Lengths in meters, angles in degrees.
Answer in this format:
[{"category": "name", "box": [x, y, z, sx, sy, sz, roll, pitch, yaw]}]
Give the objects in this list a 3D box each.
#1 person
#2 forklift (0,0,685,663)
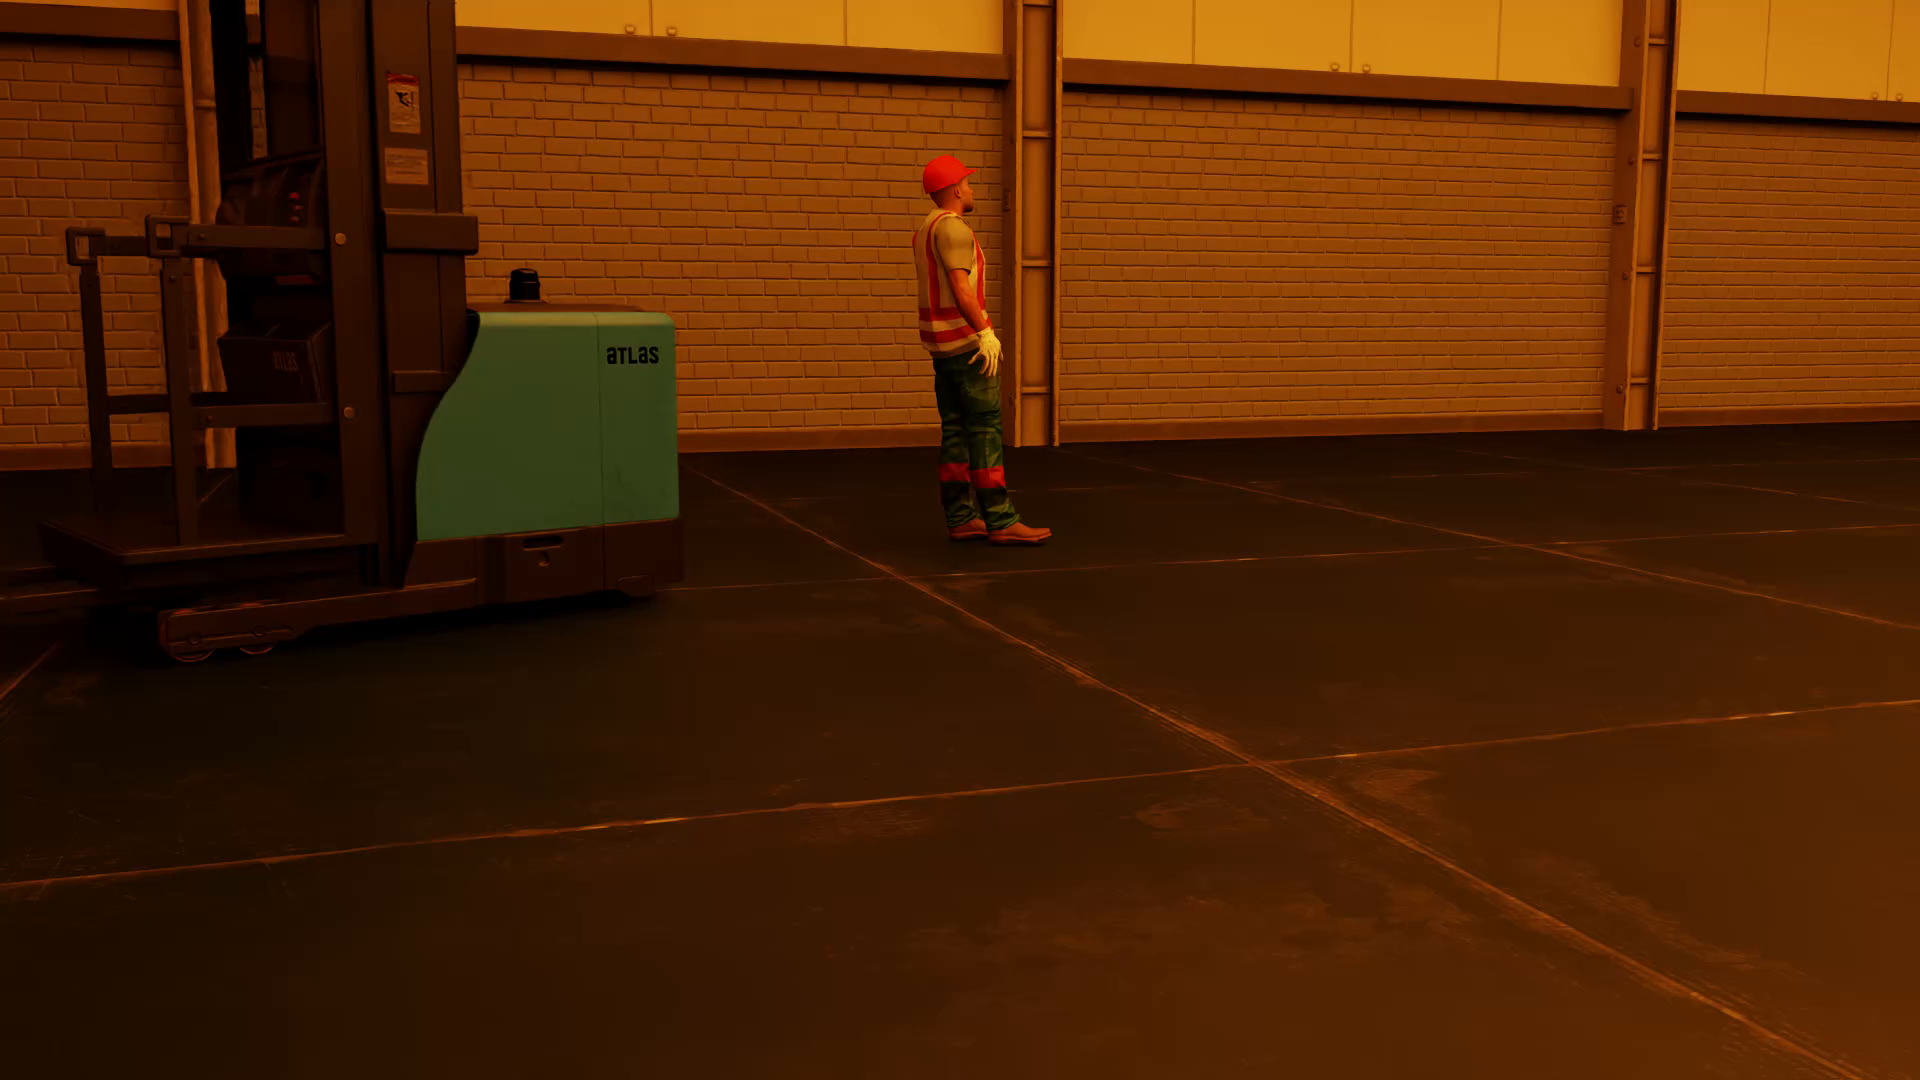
[{"category": "person", "box": [0.080, -0.895, 7.818, 0.562, 1.789, 0.638, -3, 8, -18]}, {"category": "forklift", "box": [-2.494, -1.152, 5.517, 3.031, 2.935, 1.130, -6, 10, -40]}]
